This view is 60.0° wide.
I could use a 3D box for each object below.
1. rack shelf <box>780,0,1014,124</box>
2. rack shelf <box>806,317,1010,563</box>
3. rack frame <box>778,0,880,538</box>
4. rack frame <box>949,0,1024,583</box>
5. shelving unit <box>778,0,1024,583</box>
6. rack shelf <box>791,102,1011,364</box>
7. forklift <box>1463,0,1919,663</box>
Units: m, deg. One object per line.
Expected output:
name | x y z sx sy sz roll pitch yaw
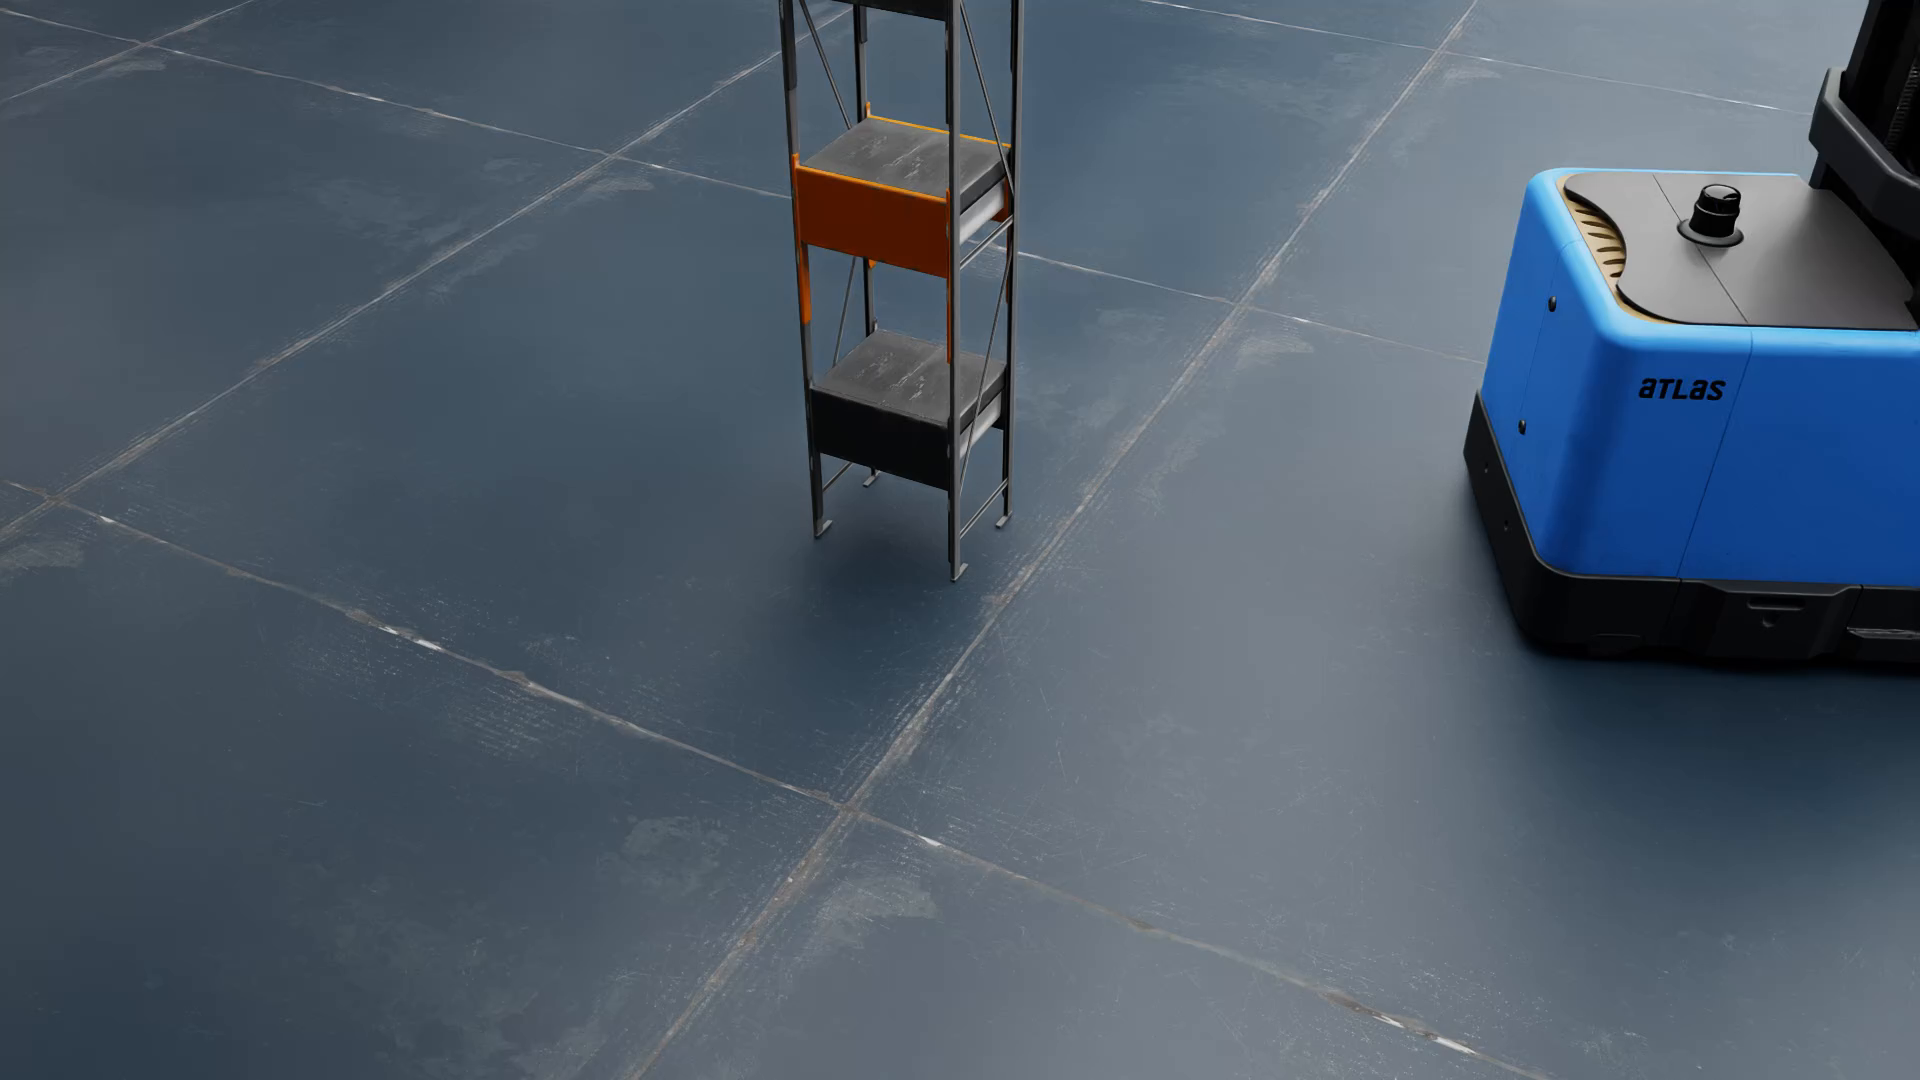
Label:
rack shelf | -0.147 -1.429 4.261 0.480 0.518 0.431 17 41 21
rack shelf | -0.147 -0.314 5.107 0.480 0.518 0.431 17 41 21
rack frame | -0.364 -0.950 4.765 0.015 2.100 0.400 17 41 21
rack frame | 0.070 -0.815 4.586 0.015 2.100 0.400 17 41 21
shelving unit | -0.147 -0.882 4.676 0.503 2.100 0.431 17 41 21
rack shelf | -0.147 -0.872 4.684 0.480 0.518 0.431 17 41 21
forklift | 3.152 -1.082 4.251 3.031 2.935 1.130 2 37 3
